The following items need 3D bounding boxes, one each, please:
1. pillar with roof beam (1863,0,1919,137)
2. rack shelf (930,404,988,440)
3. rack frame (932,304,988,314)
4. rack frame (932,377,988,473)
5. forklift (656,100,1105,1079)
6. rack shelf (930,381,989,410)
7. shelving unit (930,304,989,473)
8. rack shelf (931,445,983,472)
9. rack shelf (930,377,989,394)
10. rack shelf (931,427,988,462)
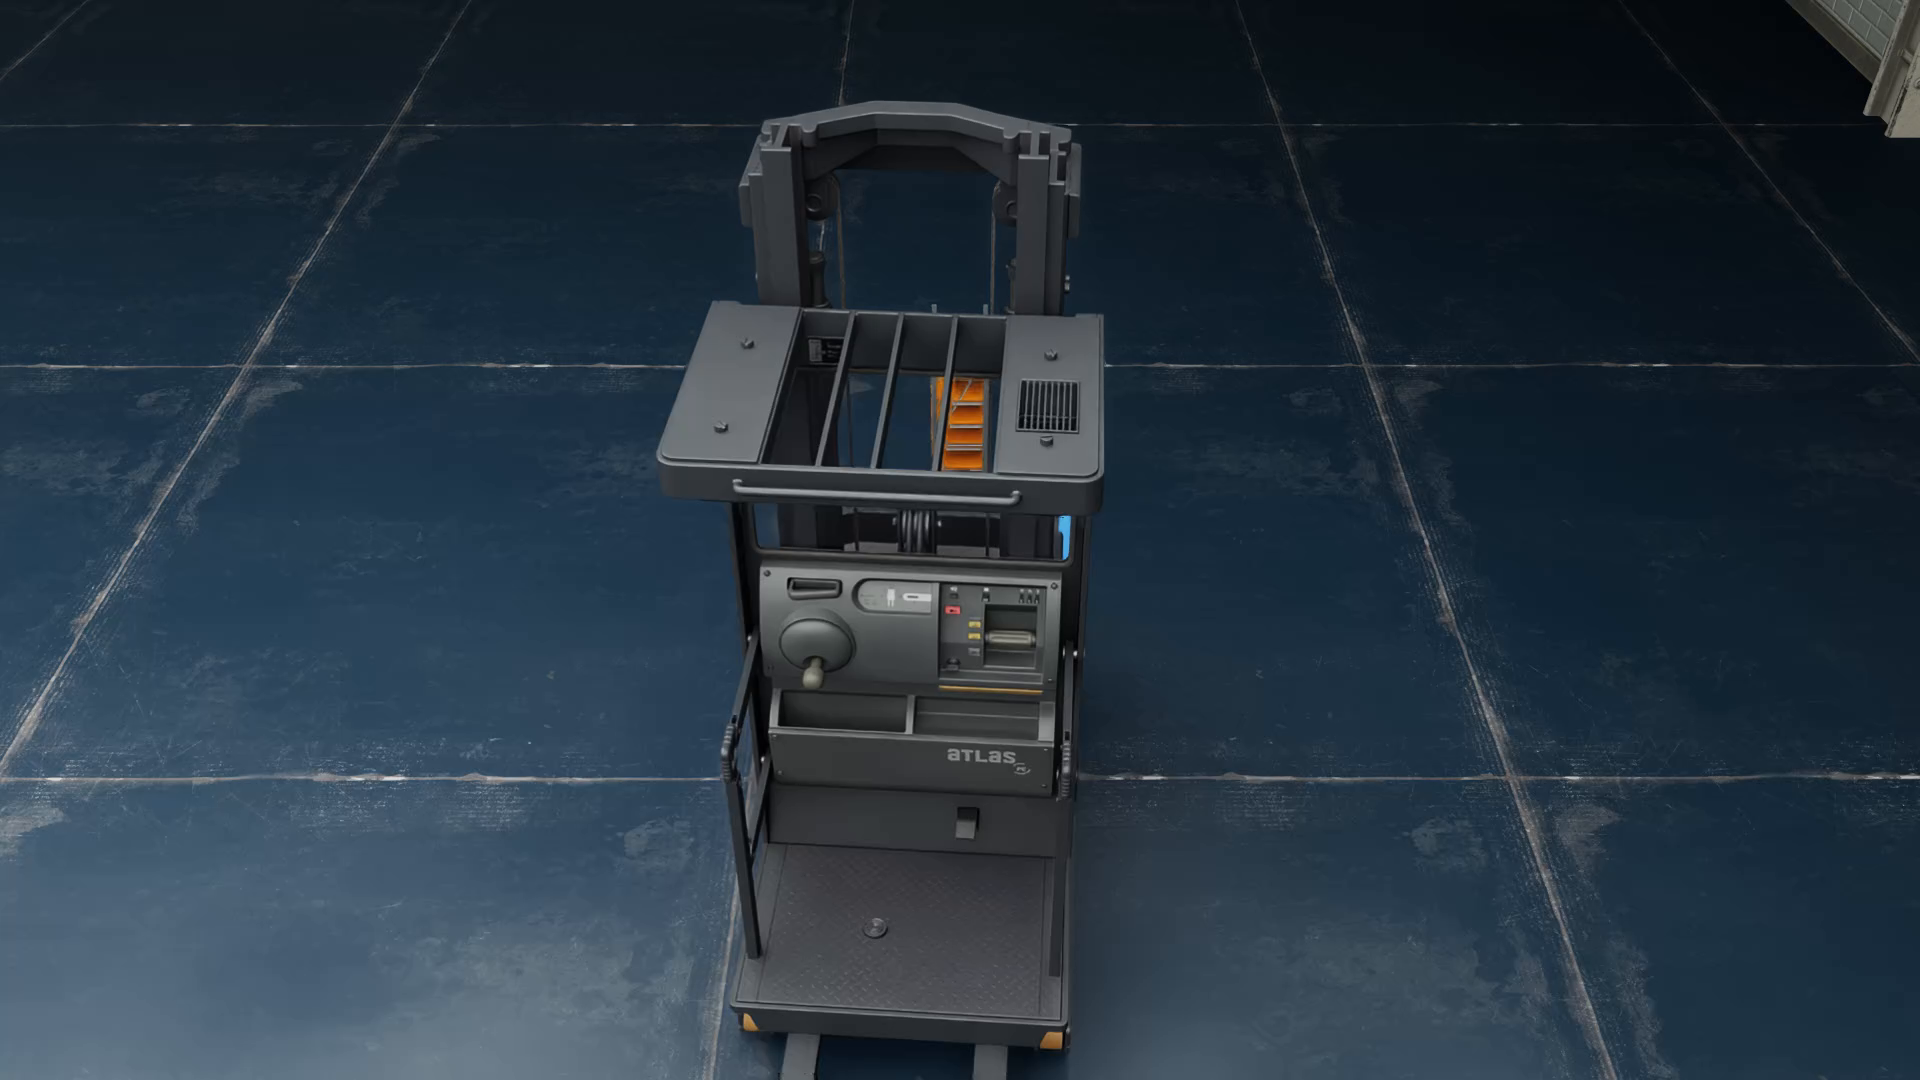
[{"bbox_3d":[2.045,-6.322,8.443,9.100,9.000,0.400,0,39,0],"label":"pillar with roof beam"},{"bbox_3d":[0.000,-0.536,7.339,0.258,0.103,0.180,0,39,0],"label":"rack shelf"},{"bbox_3d":[0.000,-0.534,7.457,0.240,1.200,0.006,0,39,0],"label":"rack frame"},{"bbox_3d":[0.000,-0.420,7.315,0.240,1.200,0.006,0,39,0],"label":"rack frame"},{"bbox_3d":[-0.167,0.352,4.967,1.130,2.935,3.031,2,39,3],"label":"forklift"},{"bbox_3d":[0.000,-0.630,7.264,0.258,0.103,0.180,0,39,0],"label":"rack shelf"},{"bbox_3d":[0.000,-0.477,7.386,0.258,1.200,0.189,0,39,0],"label":"shelving unit"},{"bbox_3d":[0.000,-0.349,7.489,0.258,0.103,0.180,0,39,0],"label":"rack shelf"},{"bbox_3d":[0.000,-0.724,7.189,0.258,0.103,0.180,0,39,0],"label":"rack shelf"},{"bbox_3d":[0.000,-0.443,7.414,0.258,0.103,0.180,0,39,0],"label":"rack shelf"}]
